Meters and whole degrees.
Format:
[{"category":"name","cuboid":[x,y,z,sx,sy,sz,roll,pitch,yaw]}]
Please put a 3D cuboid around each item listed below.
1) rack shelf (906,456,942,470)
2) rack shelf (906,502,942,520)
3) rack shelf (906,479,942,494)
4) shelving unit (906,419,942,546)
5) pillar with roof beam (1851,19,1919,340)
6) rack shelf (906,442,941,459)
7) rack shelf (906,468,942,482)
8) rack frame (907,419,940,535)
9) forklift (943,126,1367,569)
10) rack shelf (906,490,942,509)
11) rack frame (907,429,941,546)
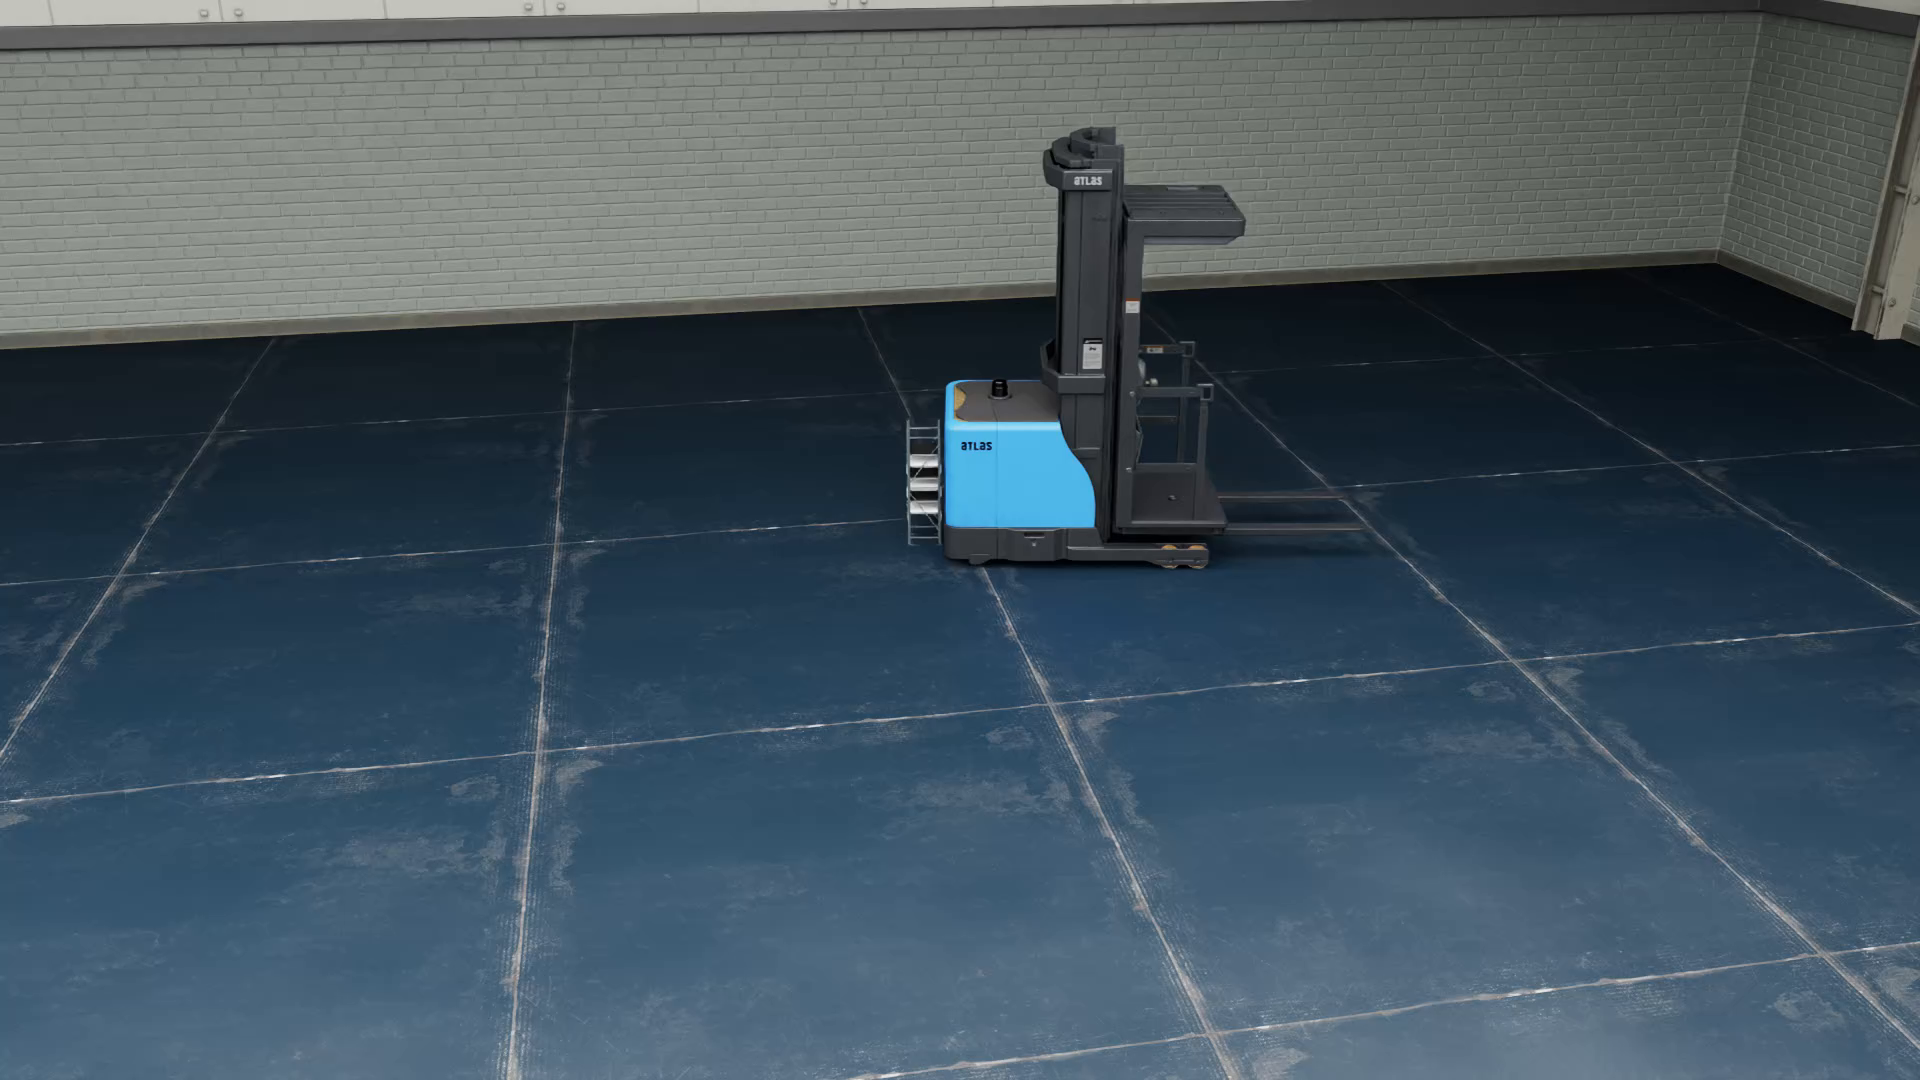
[{"category":"rack shelf","cuboid":[-0.262,-0.549,12.015,0.258,0.077,0.200,-1,24,-1]},{"category":"rack shelf","cuboid":[-0.262,-0.219,12.160,0.258,0.077,0.200,-1,24,-1]},{"category":"rack shelf","cuboid":[-0.262,-0.384,12.088,0.258,0.077,0.200,-1,24,-1]},{"category":"shelving unit","cuboid":[-0.262,-0.414,12.074,0.258,0.900,0.210,-1,24,-1]},{"category":"pillar with roof beam","cuboid":[5.206,-5.932,14.588,9.100,9.000,0.400,-4,24,-10]},{"category":"rack shelf","cuboid":[-0.262,-0.631,11.979,0.258,0.077,0.200,-1,24,-1]},{"category":"rack shelf","cuboid":[-0.262,-0.466,12.051,0.258,0.077,0.200,-1,24,-1]},{"category":"rack frame","cuboid":[-0.264,-0.455,12.167,0.240,0.900,0.006,-1,24,-1]},{"category":"forklift","cuboid":[1.397,-1.352,11.683,3.031,2.935,1.130,0,24,0]},{"category":"rack shelf","cuboid":[-0.262,-0.301,12.124,0.258,0.077,0.200,-1,24,-1]},{"category":"rack frame","cuboid":[-0.259,-0.374,11.981,0.240,0.900,0.006,-1,24,-1]}]
